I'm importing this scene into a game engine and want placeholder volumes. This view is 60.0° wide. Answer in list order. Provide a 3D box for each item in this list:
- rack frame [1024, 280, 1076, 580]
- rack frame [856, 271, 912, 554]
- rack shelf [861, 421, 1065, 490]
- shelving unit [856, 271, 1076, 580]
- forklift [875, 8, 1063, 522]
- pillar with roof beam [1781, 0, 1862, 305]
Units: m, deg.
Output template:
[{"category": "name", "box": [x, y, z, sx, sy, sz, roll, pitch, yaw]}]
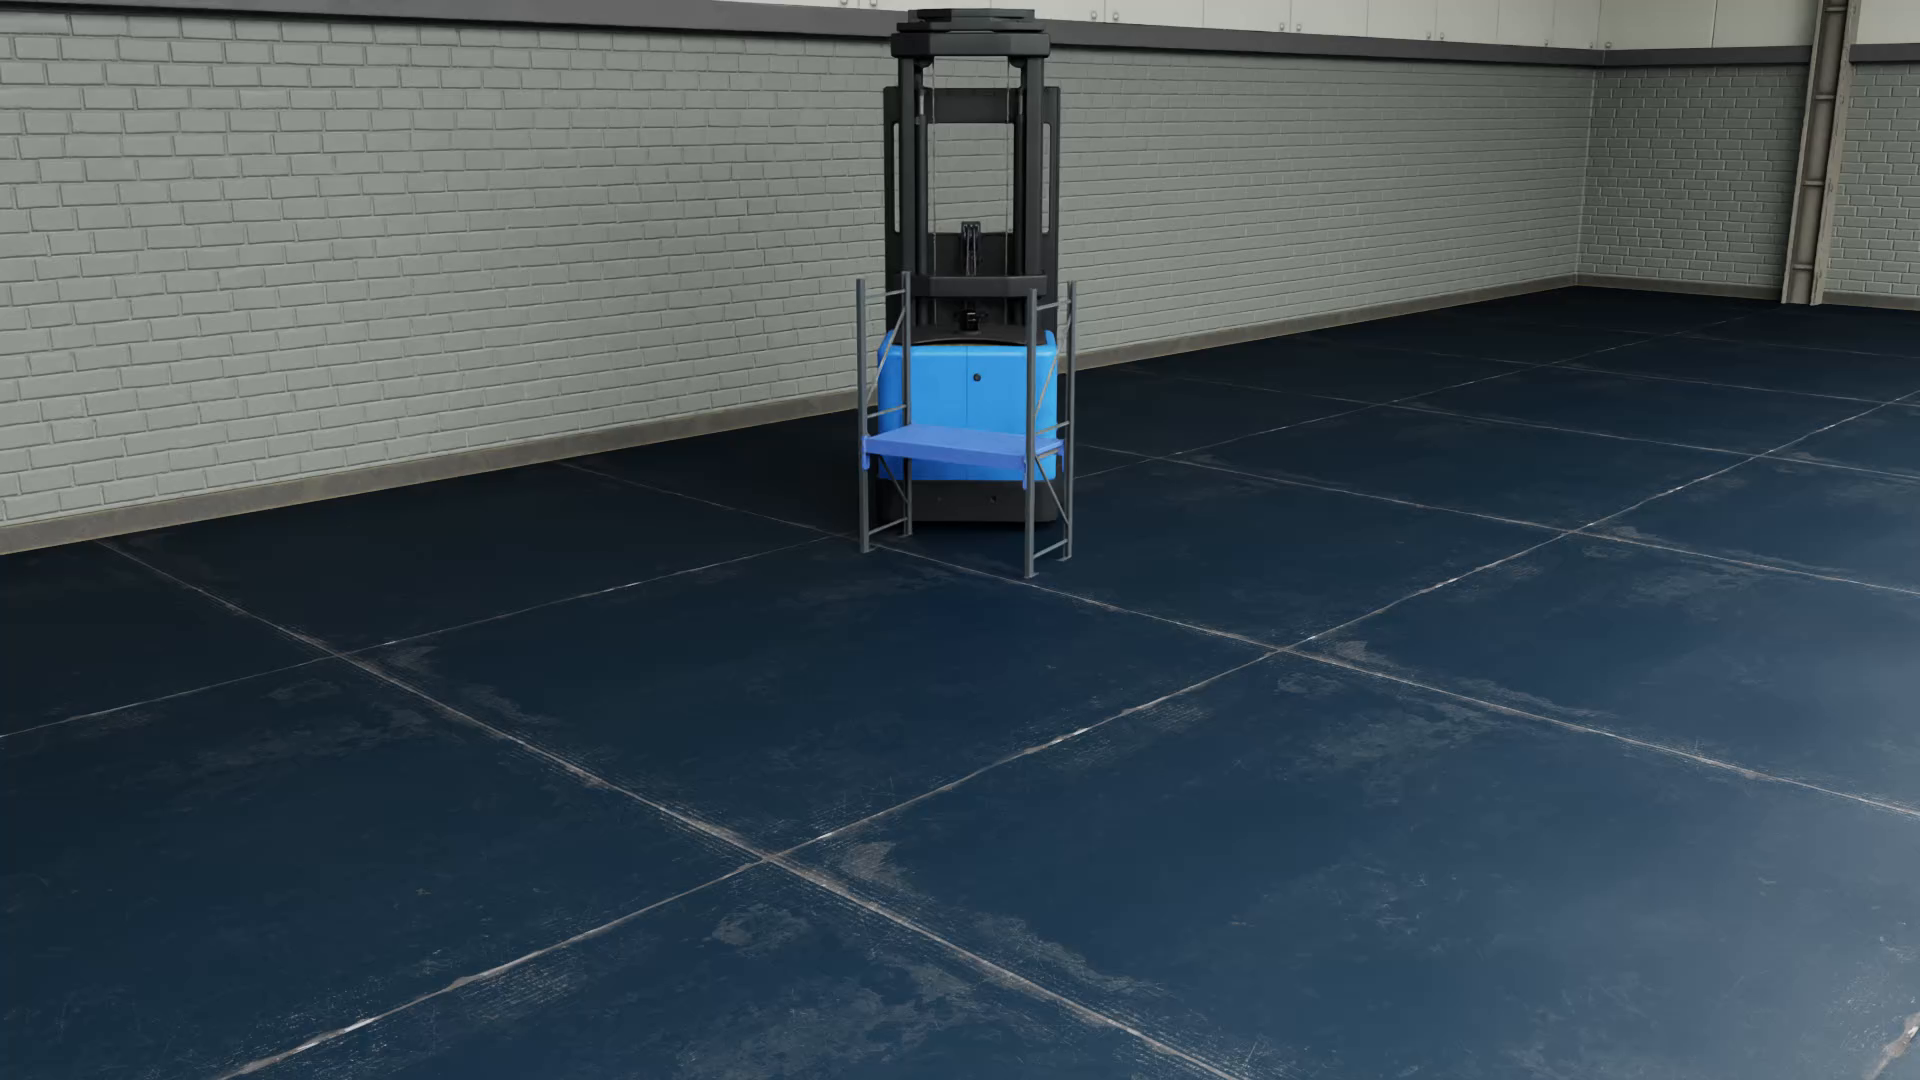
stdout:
[{"category": "rack frame", "box": [0.471, -0.576, 8.669, 0.032, 1.500, 0.500, 8, 17, 29]}, {"category": "rack frame", "box": [-0.412, -0.703, 9.156, 0.032, 1.500, 0.500, 8, 17, 29]}, {"category": "rack shelf", "box": [0.030, -0.466, 8.958, 1.000, 0.185, 0.538, 8, 17, 29]}, {"category": "shelving unit", "box": [0.030, -0.640, 8.913, 1.048, 1.500, 0.538, 8, 17, 29]}, {"category": "forklift", "box": [0.081, -1.835, 10.663, 1.130, 2.935, 3.031, 0, 15, 2]}, {"category": "pillar with roof beam", "box": [7.542, -6.538, 16.677, 0.400, 9.000, 9.100, 14, 20, 42]}]
